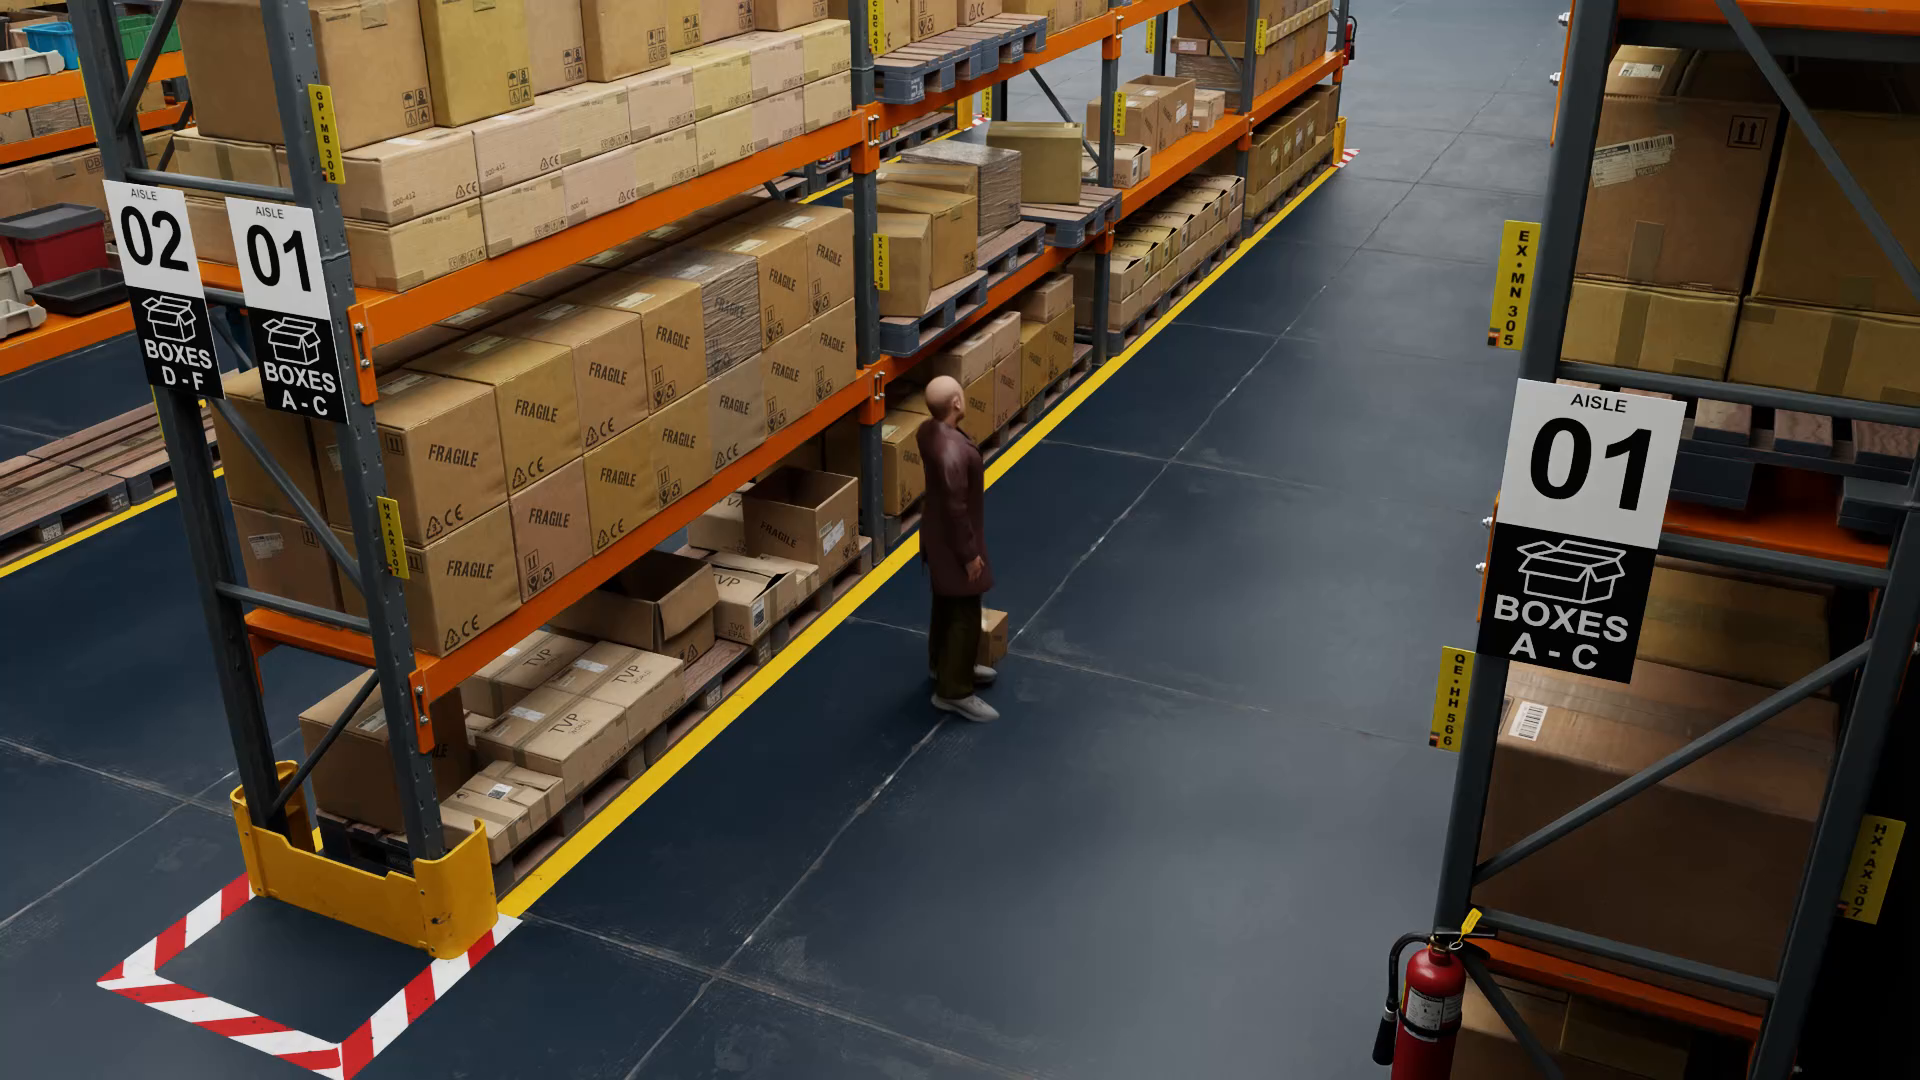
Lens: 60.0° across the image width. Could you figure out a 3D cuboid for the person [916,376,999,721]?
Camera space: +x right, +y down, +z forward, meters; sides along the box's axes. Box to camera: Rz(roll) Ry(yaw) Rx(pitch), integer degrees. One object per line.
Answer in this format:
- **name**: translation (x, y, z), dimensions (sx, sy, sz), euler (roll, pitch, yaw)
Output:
- **person**: translation (0.008, 0.020, 8.593), dimensions (0.415, 1.822, 0.646), euler (-6, 26, -12)
